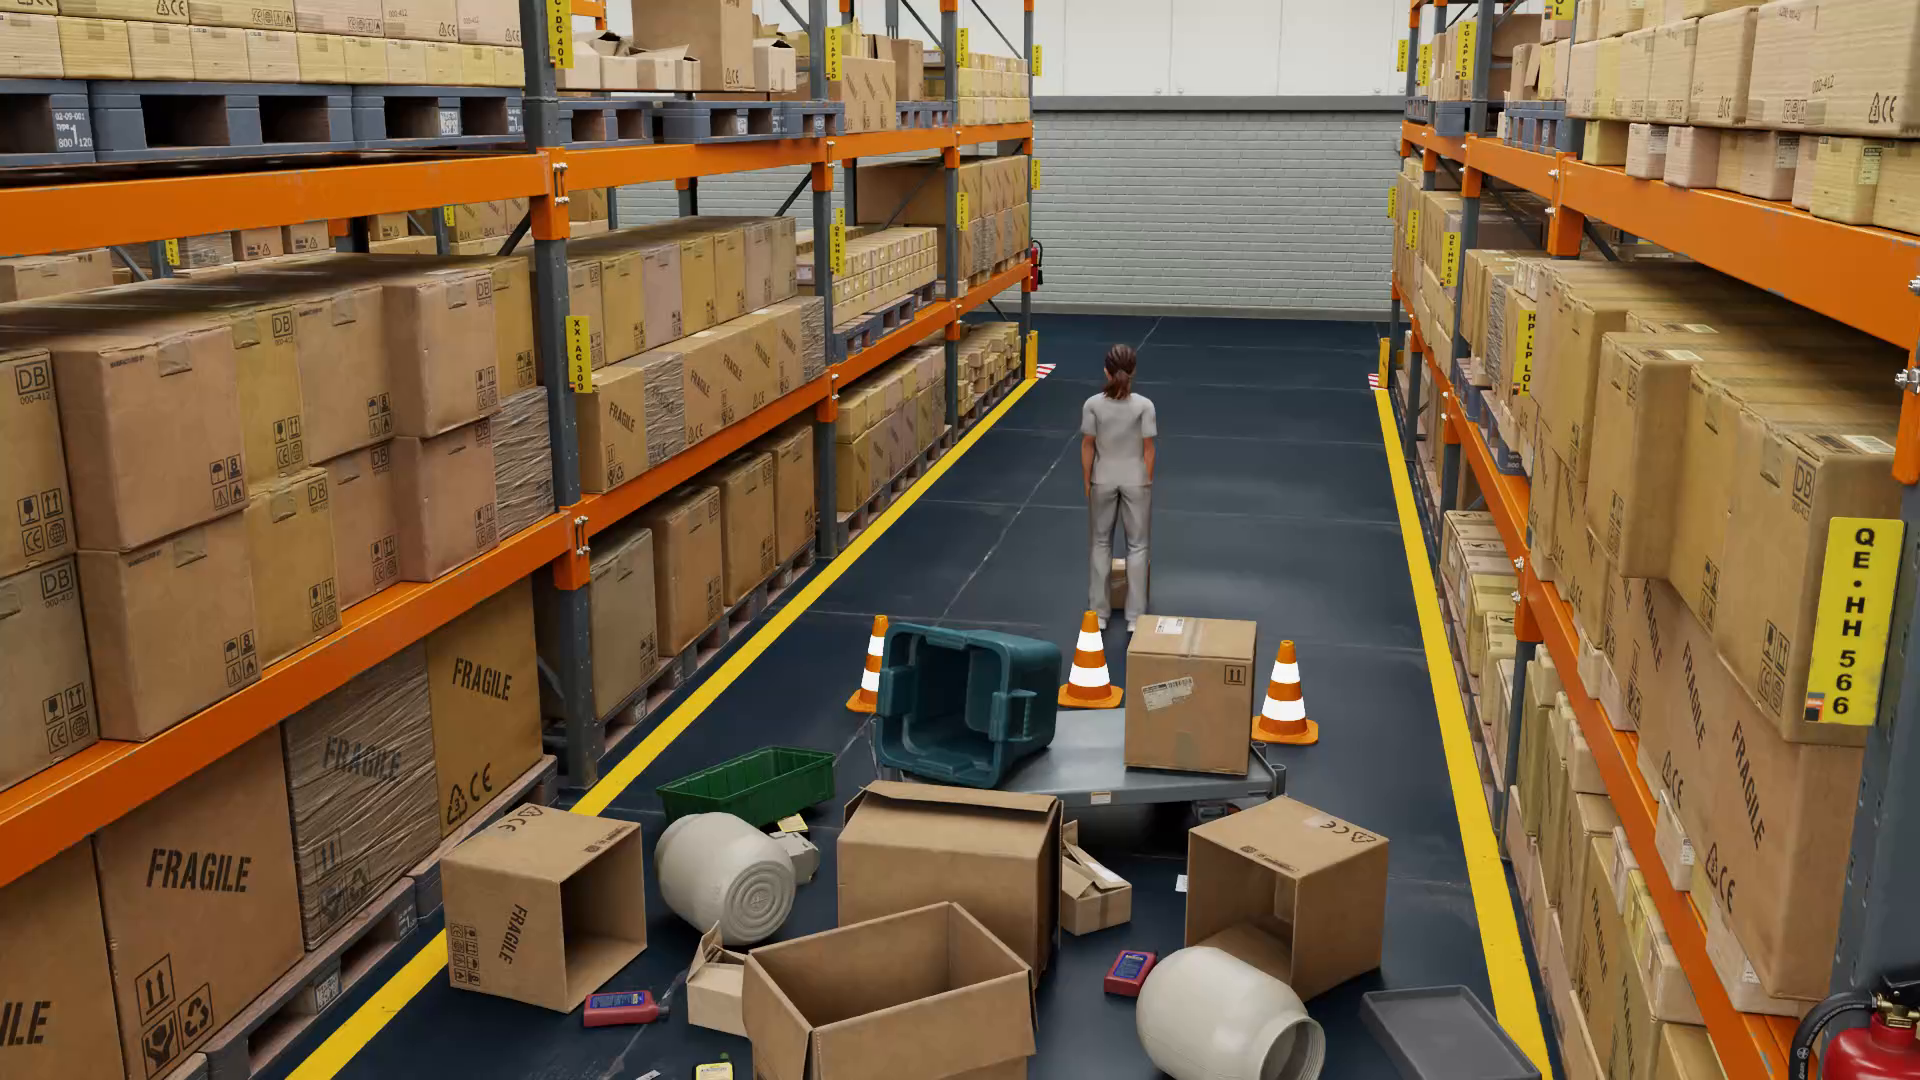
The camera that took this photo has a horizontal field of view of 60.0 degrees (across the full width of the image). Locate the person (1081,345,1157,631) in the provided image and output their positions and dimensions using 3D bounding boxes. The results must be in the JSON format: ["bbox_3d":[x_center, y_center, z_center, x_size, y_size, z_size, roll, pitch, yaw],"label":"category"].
[{"bbox_3d":[0.915,-0.293,9.655,0.440,1.678,0.365,3,15,12],"label":"person"}]
